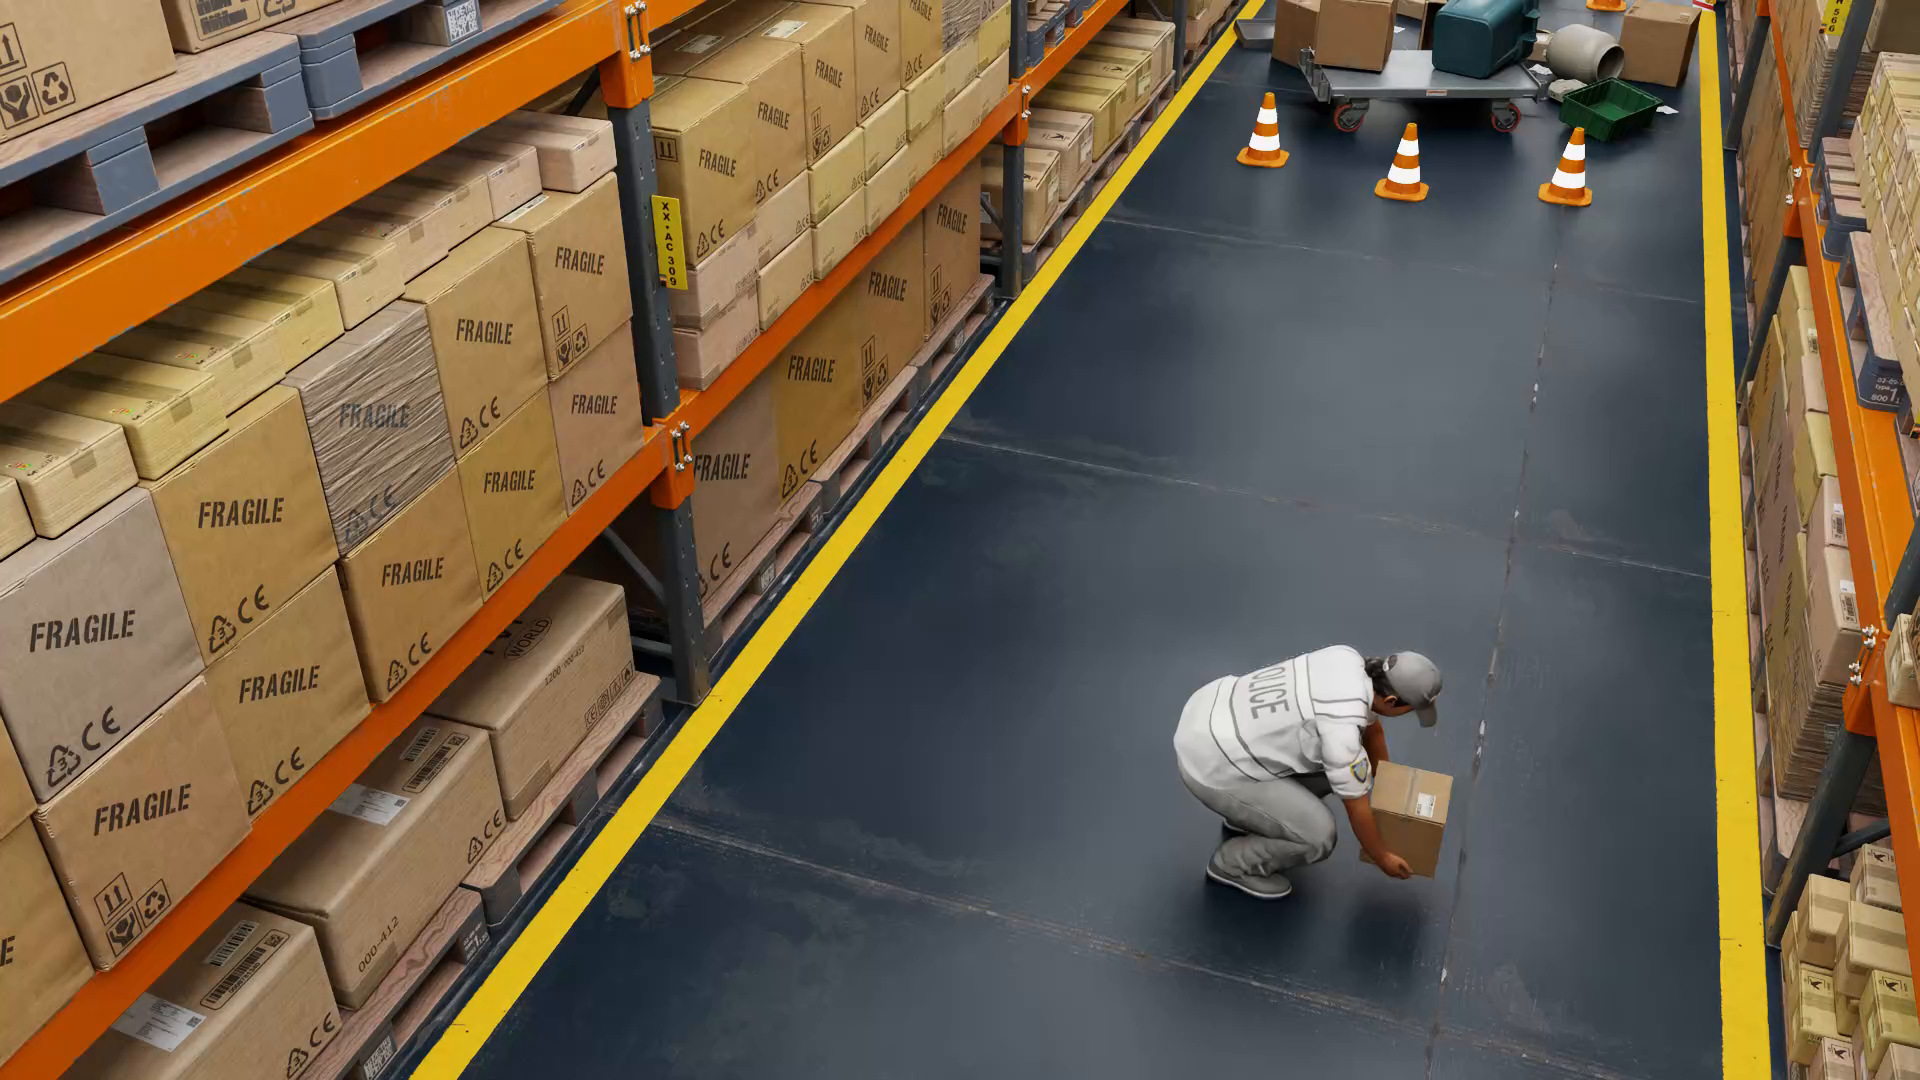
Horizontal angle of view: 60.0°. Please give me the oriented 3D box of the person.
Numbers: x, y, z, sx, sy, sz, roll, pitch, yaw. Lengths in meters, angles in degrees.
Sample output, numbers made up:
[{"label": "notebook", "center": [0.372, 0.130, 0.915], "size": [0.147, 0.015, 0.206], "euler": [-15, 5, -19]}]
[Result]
[{"label": "person", "center": [1.163, 0.746, 5.657], "size": [0.852, 0.959, 0.522], "euler": [11, 35, 16]}]
